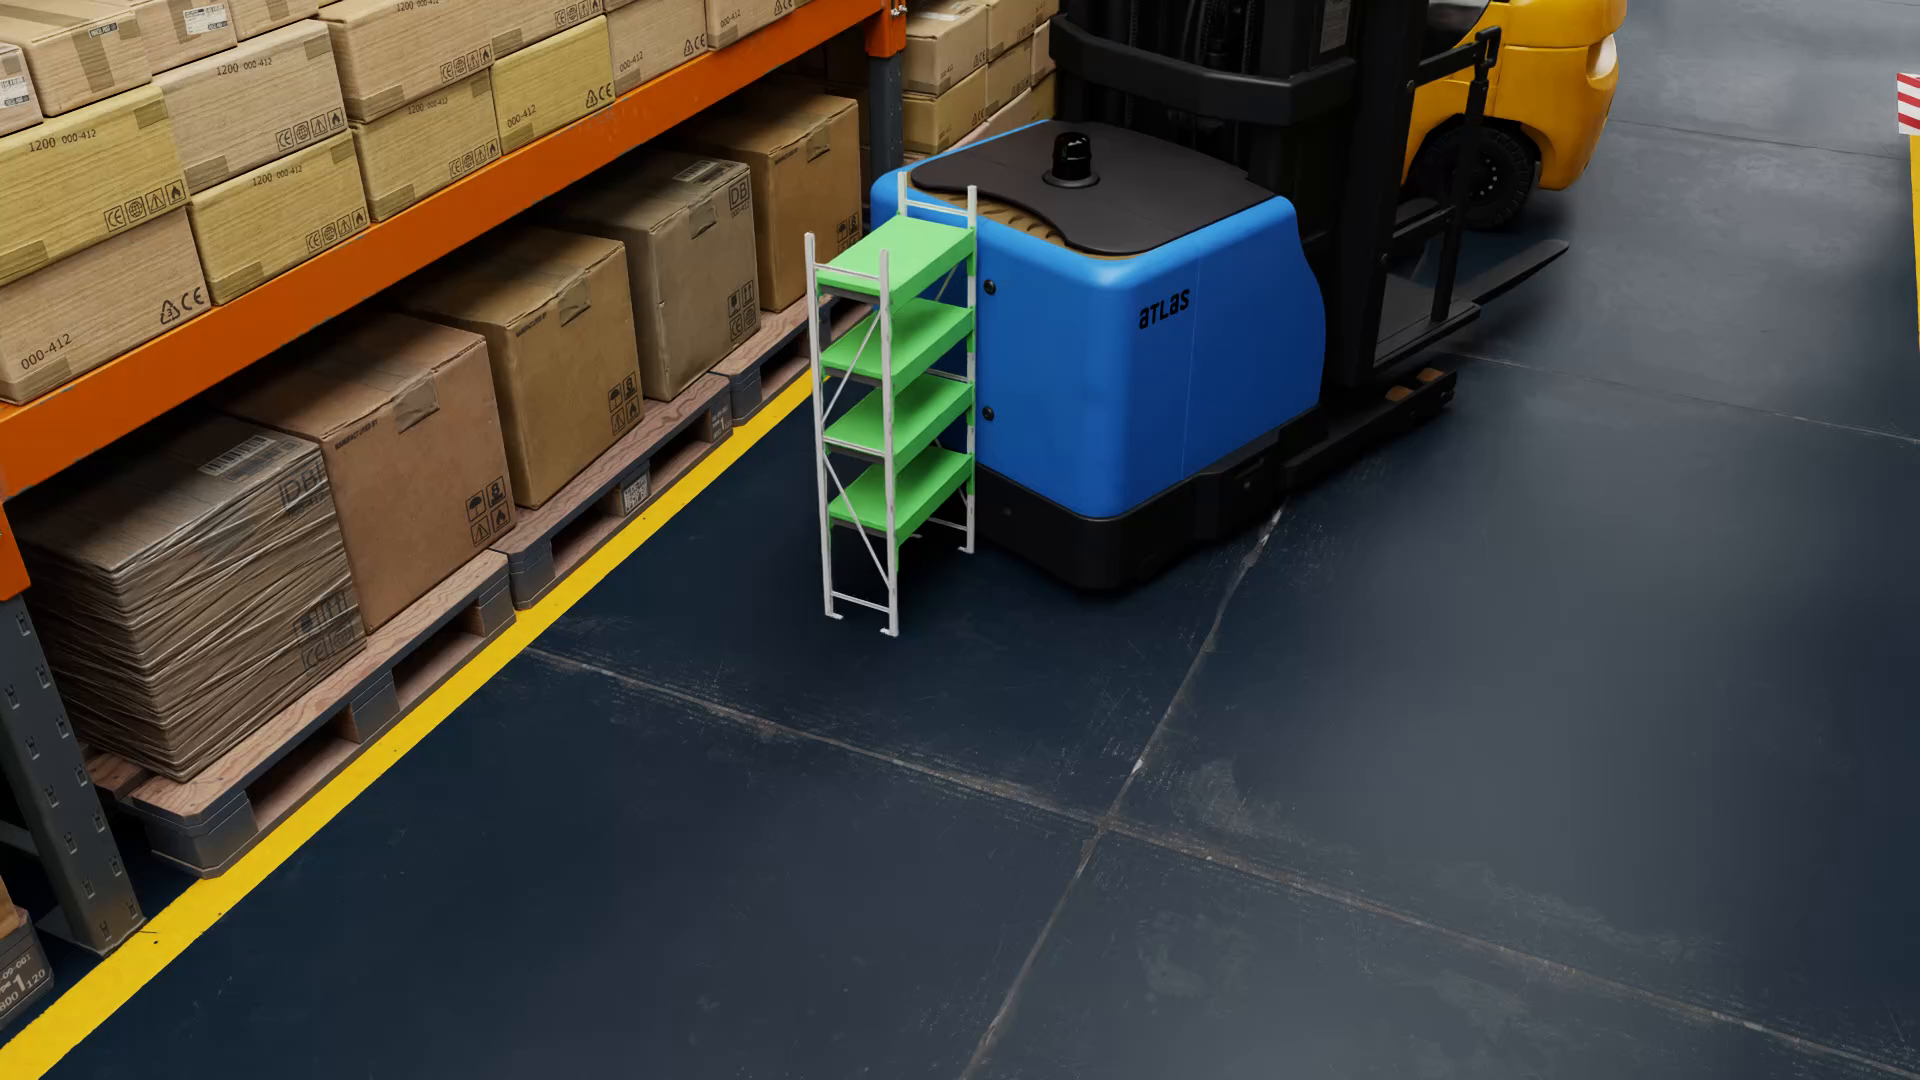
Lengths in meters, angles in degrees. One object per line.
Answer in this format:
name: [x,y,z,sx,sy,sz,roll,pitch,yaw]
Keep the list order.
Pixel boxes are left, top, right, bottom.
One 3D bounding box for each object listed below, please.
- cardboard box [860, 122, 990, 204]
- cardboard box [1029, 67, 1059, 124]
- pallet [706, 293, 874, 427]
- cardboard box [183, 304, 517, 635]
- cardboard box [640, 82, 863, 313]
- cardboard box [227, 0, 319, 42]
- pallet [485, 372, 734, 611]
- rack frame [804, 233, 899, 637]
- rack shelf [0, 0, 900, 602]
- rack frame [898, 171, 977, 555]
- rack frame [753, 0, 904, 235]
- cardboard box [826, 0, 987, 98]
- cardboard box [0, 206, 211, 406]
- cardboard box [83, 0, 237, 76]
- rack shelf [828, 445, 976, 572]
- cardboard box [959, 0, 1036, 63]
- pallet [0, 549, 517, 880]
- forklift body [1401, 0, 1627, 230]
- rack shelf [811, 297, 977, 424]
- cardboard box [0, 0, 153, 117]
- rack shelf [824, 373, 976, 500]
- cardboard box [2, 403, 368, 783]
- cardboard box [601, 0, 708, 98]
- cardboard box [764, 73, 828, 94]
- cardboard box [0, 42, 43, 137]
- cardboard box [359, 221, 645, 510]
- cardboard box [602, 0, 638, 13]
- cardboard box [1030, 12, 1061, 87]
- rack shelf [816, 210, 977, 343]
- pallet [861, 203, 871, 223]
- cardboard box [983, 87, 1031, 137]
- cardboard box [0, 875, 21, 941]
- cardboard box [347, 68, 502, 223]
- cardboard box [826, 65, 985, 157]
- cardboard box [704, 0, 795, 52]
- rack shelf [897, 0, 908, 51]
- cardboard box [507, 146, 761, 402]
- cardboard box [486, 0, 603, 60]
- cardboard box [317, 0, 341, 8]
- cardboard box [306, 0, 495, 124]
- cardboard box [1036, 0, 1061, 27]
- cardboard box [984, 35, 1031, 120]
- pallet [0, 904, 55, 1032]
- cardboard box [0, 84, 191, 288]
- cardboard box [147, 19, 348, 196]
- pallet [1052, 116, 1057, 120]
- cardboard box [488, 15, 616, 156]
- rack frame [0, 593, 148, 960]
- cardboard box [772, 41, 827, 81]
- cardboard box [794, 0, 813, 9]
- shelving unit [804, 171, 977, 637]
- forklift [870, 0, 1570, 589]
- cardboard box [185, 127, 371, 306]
cardboard box: [-0.201,-1.626,7.119,0.500,0.250,0.500,15,36,21]
cardboard box: [0.198,-2.142,7.906,0.500,0.250,0.500,15,36,21]
pallet: [-0.977,-0.894,6.420,1.003,0.211,1.213,14,36,20]
cardboard box: [-1.838,-0.261,4.695,0.875,0.625,0.625,15,36,22]
cardboard box: [-0.912,-1.356,6.365,0.875,0.625,0.625,16,36,23]
cardboard box: [-1.684,-1.248,3.735,0.380,0.149,0.250,15,36,21]
pallet: [-1.486,-0.284,5.490,1.003,0.211,1.213,14,36,20]
rack frame: [-0.288,-0.253,4.541,0.240,1.200,0.015,16,36,23]
rack shelf: [-1.541,-1.139,4.907,1.077,0.370,4.000,14,36,20]
rack frame: [-0.064,-0.490,4.904,0.240,1.200,0.015,16,36,23]
rack frame: [-0.704,-2.436,6.229,1.000,3.000,0.127,14,36,20]
cardboard box: [-0.216,-2.048,6.851,0.500,0.250,0.500,14,36,20]
cardboard box: [-1.970,-0.546,3.483,0.500,0.250,0.500,14,36,21]
cardboard box: [-1.782,-1.115,3.532,0.380,0.149,0.250,15,36,22]
rack shelf: [-0.176,-0.118,4.889,0.258,0.148,0.480,16,36,23]
cardboard box: [0.007,-2.301,7.236,0.500,0.250,0.500,14,36,21]
pallet: [-1.997,0.322,4.567,1.003,0.211,1.213,14,36,20]
forklift body: [1.833,-2.710,7.421,2.313,2.155,1.214,14,36,20]
rack shelf: [-0.176,-0.519,4.626,0.258,0.148,0.480,16,36,23]
cardboard box: [-1.866,-0.981,3.328,0.380,0.149,0.250,15,36,22]
rack shelf: [-0.176,-0.318,4.758,0.258,0.148,0.480,16,36,23]
cardboard box: [-2.104,0.067,4.196,0.875,0.625,0.625,15,36,22]
cardboard box: [-1.118,-1.570,5.045,0.500,0.250,0.500,14,36,21]
cardboard box: [-0.686,-1.960,7.172,0.500,0.250,0.500,13,36,19]
cardboard box: [-1.976,-0.848,3.124,0.380,0.149,0.250,15,36,22]
cardboard box: [-1.556,-0.596,5.206,0.875,0.625,0.625,13,35,19]
cardboard box: [-1.105,-1.768,4.891,0.500,0.250,0.500,15,36,21]
cardboard box: [0.209,-2.339,7.751,0.500,0.250,0.500,14,36,20]
rack shelf: [-0.176,-0.720,4.494,0.258,0.148,0.480,16,36,23]
pallet: [-0.333,-1.656,7.583,1.003,0.211,1.213,14,36,20]
cardboard box: [-0.002,-1.883,7.510,0.500,0.250,0.500,13,36,19]
cardboard box: [-2.359,0.686,3.364,0.500,0.500,0.500,15,36,22]
cardboard box: [-1.546,-1.053,4.257,0.500,0.250,0.500,13,35,19]
cardboard box: [-0.221,-1.840,6.990,0.500,0.250,0.500,14,36,20]
cardboard box: [-0.882,-1.810,5.412,0.500,0.250,0.500,14,36,20]
rack shelf: [0.133,-3.131,7.945,1.077,0.370,4.000,14,36,20]
cardboard box: [-1.244,-0.971,5.778,0.875,0.625,0.625,14,36,20]
cardboard box: [-1.333,-1.520,4.514,0.500,0.250,0.500,15,36,21]
cardboard box: [-1.606,-1.380,3.936,0.380,0.149,0.250,15,36,21]
cardboard box: [-1.524,-1.260,4.117,0.500,0.250,0.500,13,36,19]
cardboard box: [0.204,-2.551,7.618,0.500,0.250,0.500,15,36,22]
cardboard box: [-0.012,-2.092,7.373,0.500,0.250,0.500,14,36,20]
pallet: [-2.724,1.086,3.401,1.003,0.211,1.213,14,36,20]
cardboard box: [-1.947,-0.749,3.337,0.500,0.250,0.500,14,36,20]
cardboard box: [-1.759,-1.004,3.726,0.500,0.250,0.500,15,36,22]
pallet: [0.176,-2.266,8.513,1.003,0.211,1.213,14,36,20]
cardboard box: [-1.327,-1.311,4.651,0.500,0.250,0.500,15,36,22]
rack frame: [-2.377,-0.443,3.191,1.000,3.000,0.127,14,36,20]
cardboard box: [-0.674,-2.169,7.035,0.500,0.250,0.500,15,36,21]
cardboard box: [-0.677,-2.062,5.796,0.500,0.250,0.500,15,36,22]
shelving unit: [-0.176,-0.372,4.723,0.258,1.200,0.503,16,36,23]
forklift: [1.123,-1.780,5.291,3.031,2.935,1.130,-28,42,-36]
cardboard box: [-1.755,-0.795,3.864,0.500,0.250,0.500,13,36,19]
